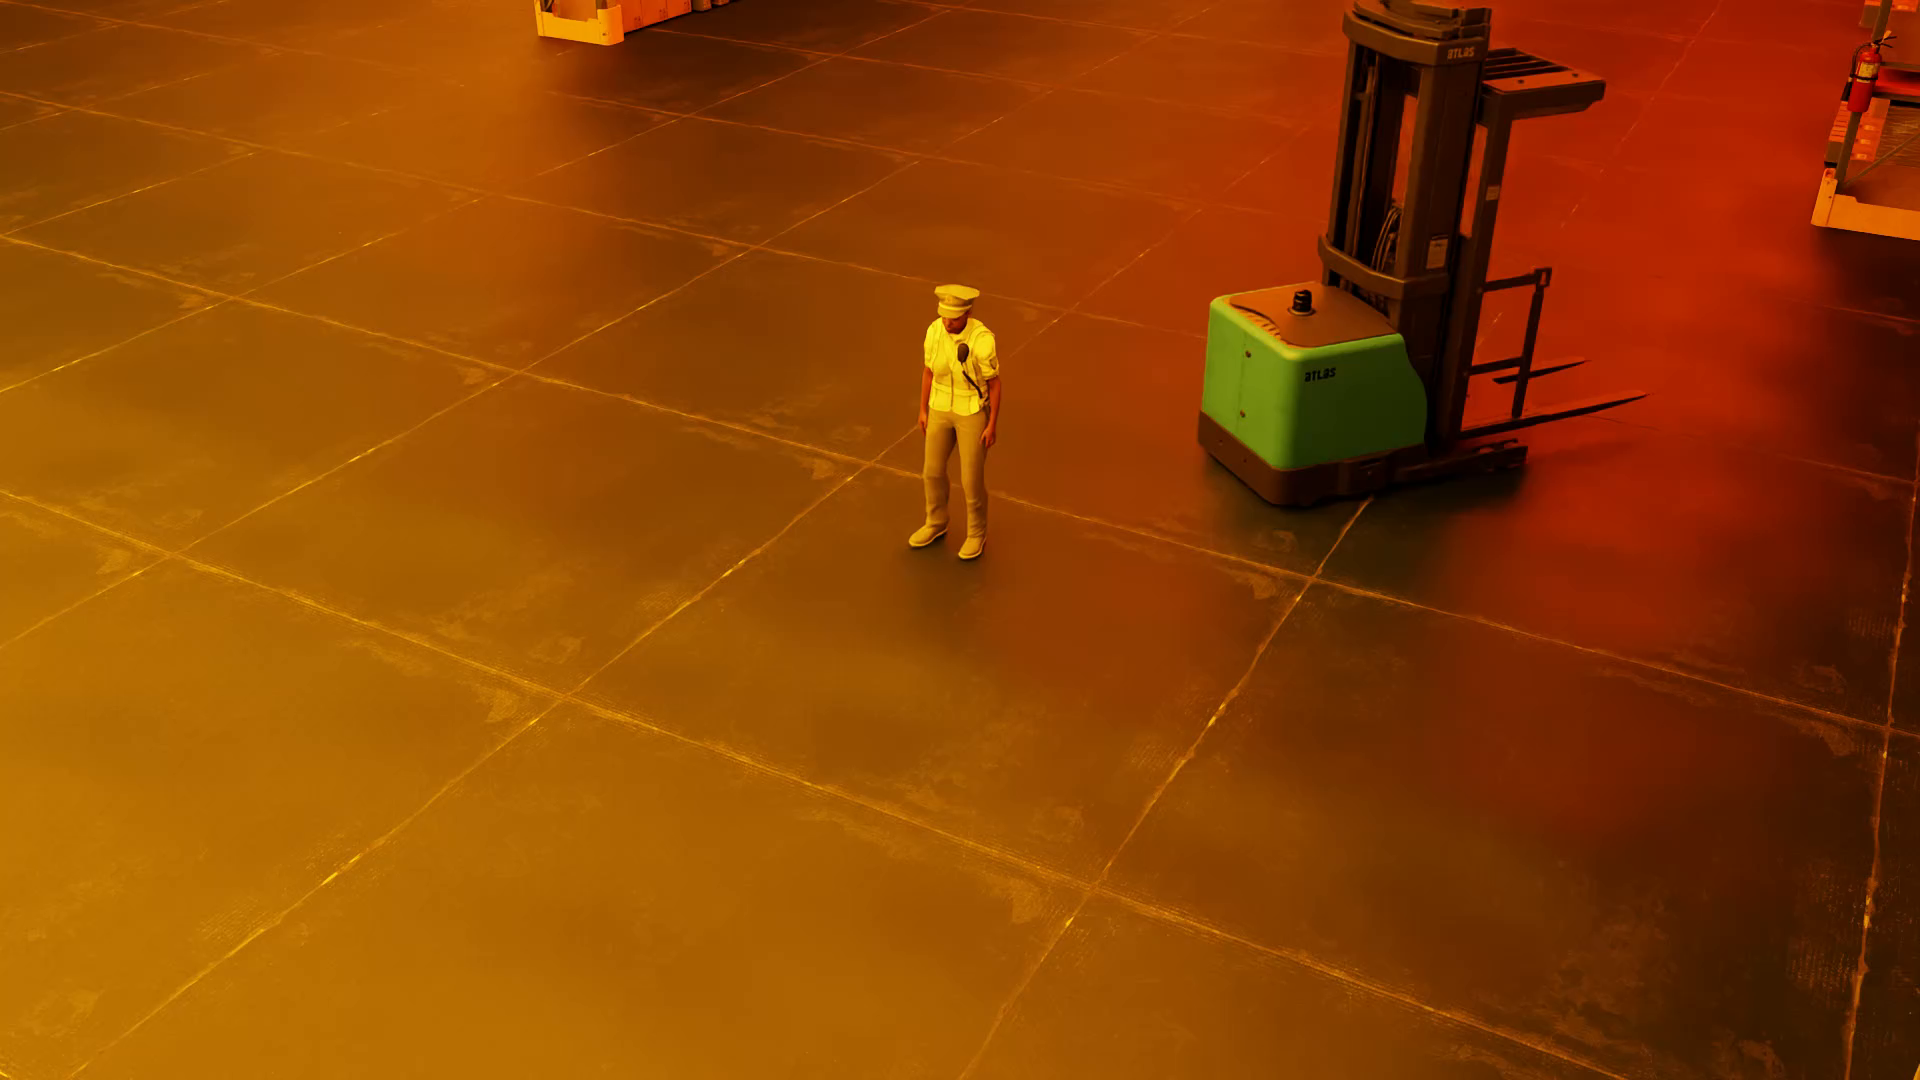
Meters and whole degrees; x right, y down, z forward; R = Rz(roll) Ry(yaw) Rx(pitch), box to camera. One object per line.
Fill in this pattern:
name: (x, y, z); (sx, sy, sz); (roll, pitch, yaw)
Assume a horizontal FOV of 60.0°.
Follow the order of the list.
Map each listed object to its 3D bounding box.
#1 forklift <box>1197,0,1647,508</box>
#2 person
forklift: (3.135, -1.934, 10.421); (3.031, 2.935, 1.130); (-12, 32, -19)
person: (-0.018, -0.701, 9.562); (0.513, 1.657, 0.393); (14, 33, 23)
